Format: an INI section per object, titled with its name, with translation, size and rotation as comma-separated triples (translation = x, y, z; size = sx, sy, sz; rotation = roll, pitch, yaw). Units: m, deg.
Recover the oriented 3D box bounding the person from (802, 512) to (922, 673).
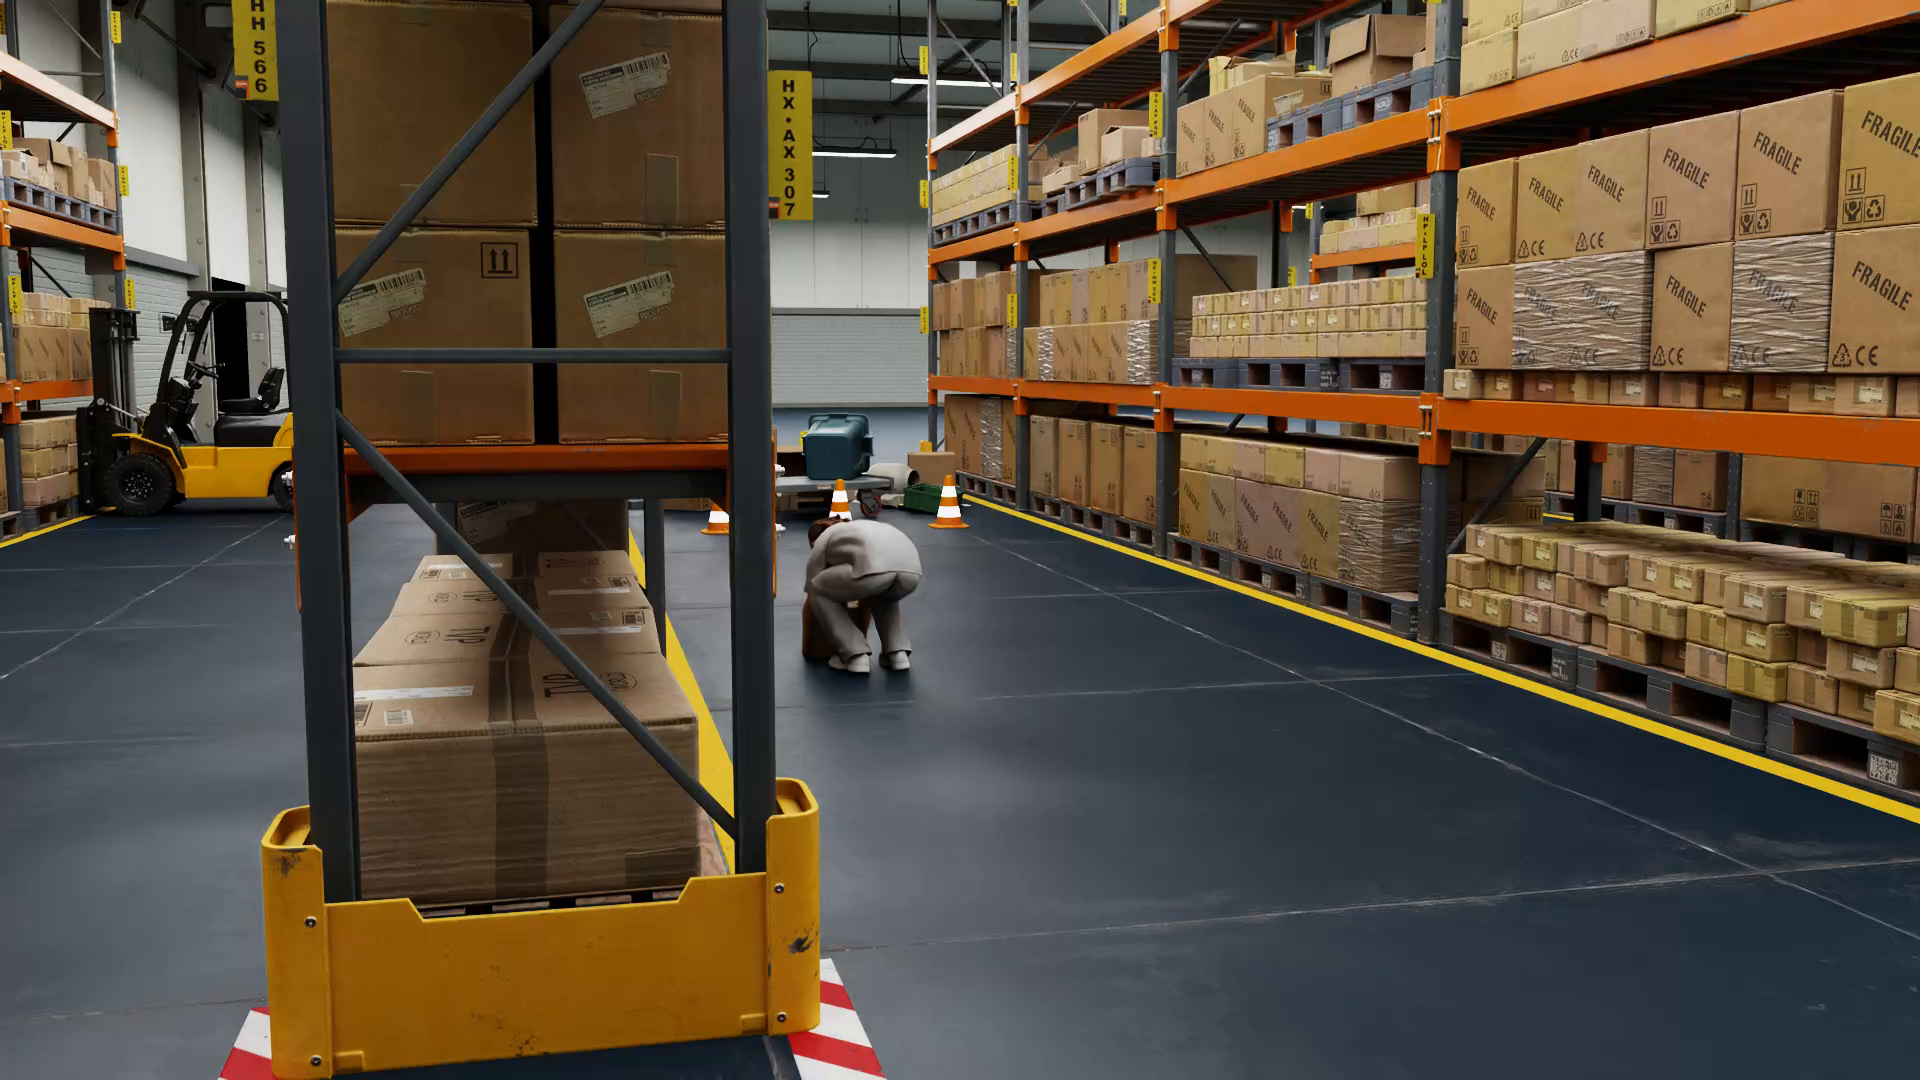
[person]
translation = -0.512, 0.252, 8.220
size = 0.457, 0.757, 0.876
rotation = -3, 7, -28
